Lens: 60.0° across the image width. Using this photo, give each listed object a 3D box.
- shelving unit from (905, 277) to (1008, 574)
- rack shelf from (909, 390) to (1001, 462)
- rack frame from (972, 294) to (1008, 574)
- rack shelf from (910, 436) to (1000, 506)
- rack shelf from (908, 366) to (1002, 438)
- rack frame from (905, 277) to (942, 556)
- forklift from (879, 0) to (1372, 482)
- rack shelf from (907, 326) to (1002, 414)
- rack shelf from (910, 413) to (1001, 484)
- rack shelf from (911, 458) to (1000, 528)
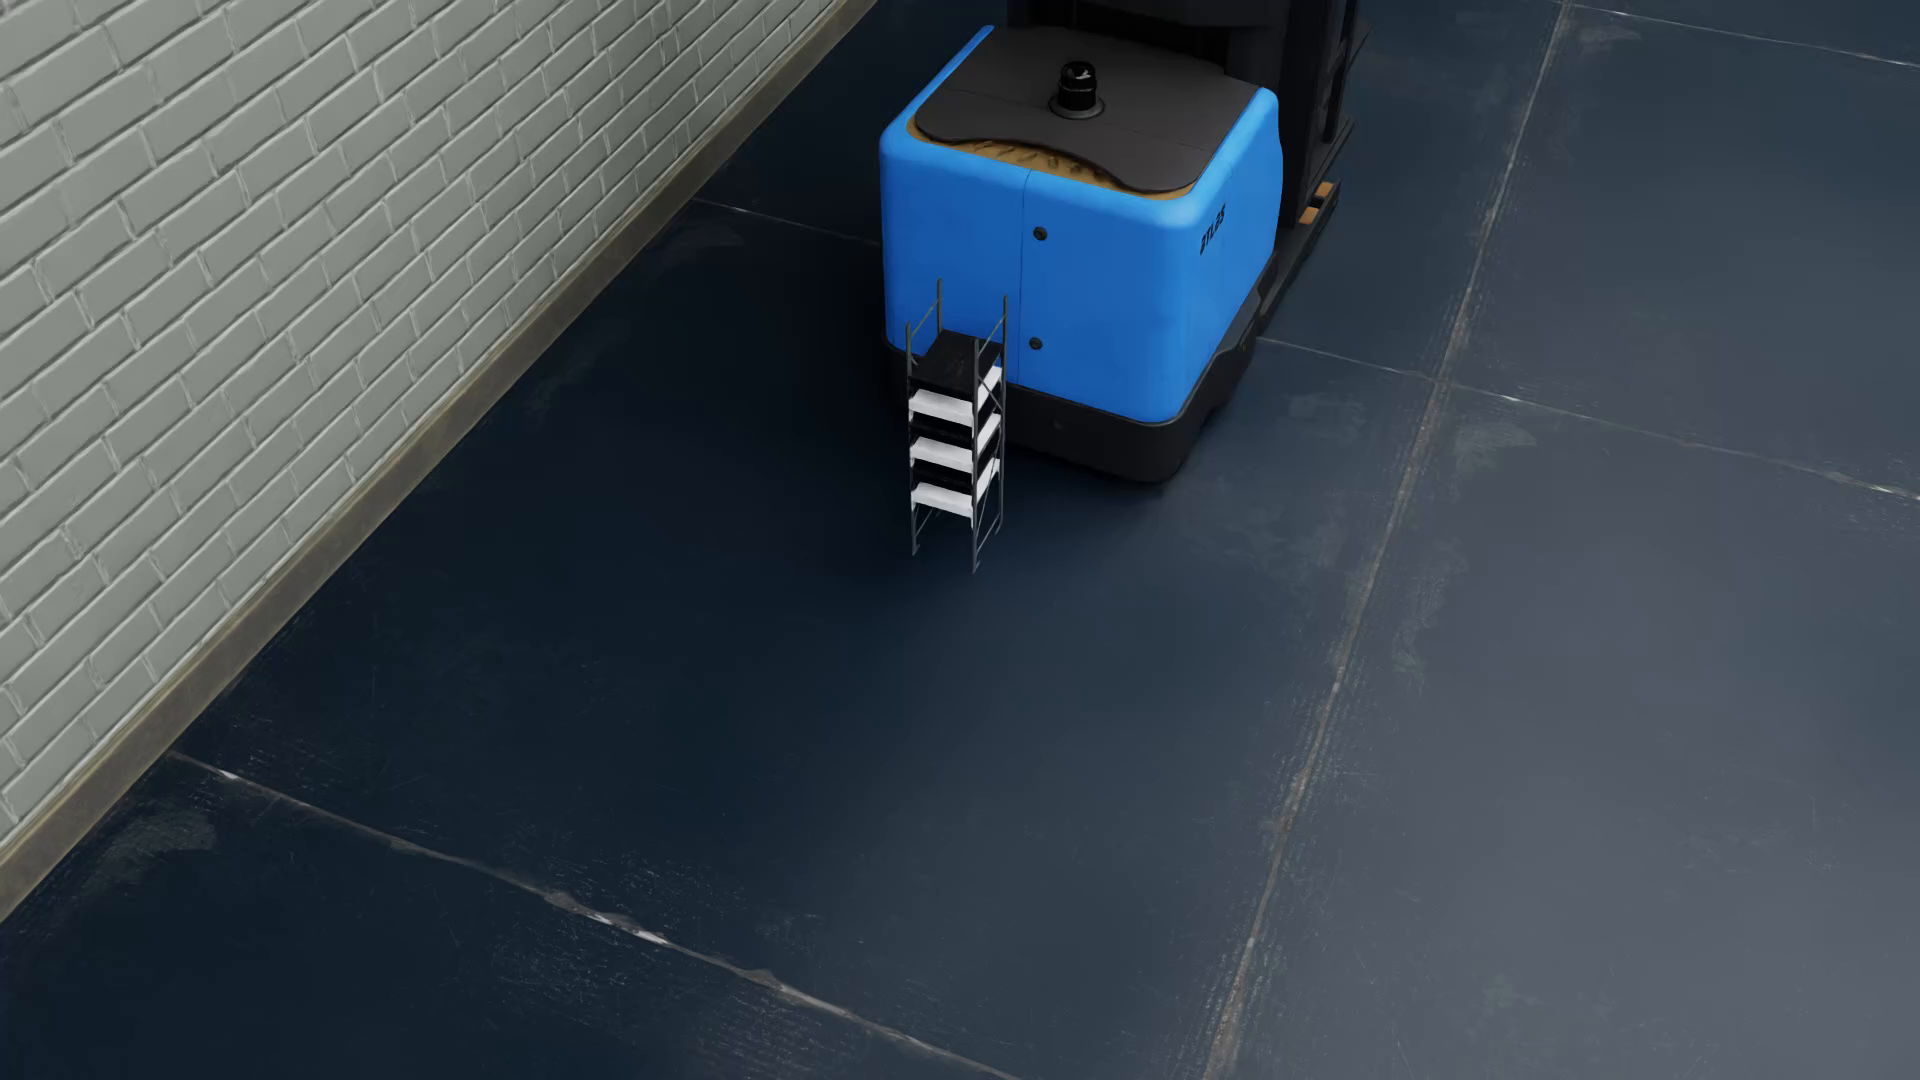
[{"bbox_3d":[-0.007,-0.321,4.935,0.210,0.900,0.258,16,47,16],"label":"shelving unit"},{"bbox_3d":[-0.007,-0.361,4.895,0.200,0.077,0.258,16,47,16],"label":"rack shelf"},{"bbox_3d":[0.086,-0.294,4.907,0.006,0.900,0.240,16,47,16],"label":"rack frame"},{"bbox_3d":[-0.007,-0.234,5.022,0.200,0.077,0.258,16,47,16],"label":"rack shelf"},{"bbox_3d":[-0.007,-0.425,4.831,0.200,0.077,0.258,16,47,16],"label":"rack shelf"},{"bbox_3d":[-0.101,-0.349,4.963,0.006,0.900,0.240,16,47,16],"label":"rack frame"},{"bbox_3d":[0.828,-2.271,5.454,1.130,2.935,3.031,18,48,18],"label":"forklift"},{"bbox_3d":[-0.007,-0.489,4.768,0.200,0.077,0.258,16,47,16],"label":"rack shelf"},{"bbox_3d":[-0.007,-0.298,4.958,0.200,0.077,0.258,16,47,16],"label":"rack shelf"},{"bbox_3d":[-0.007,-0.170,5.085,0.200,0.077,0.258,16,47,16],"label":"rack shelf"}]
